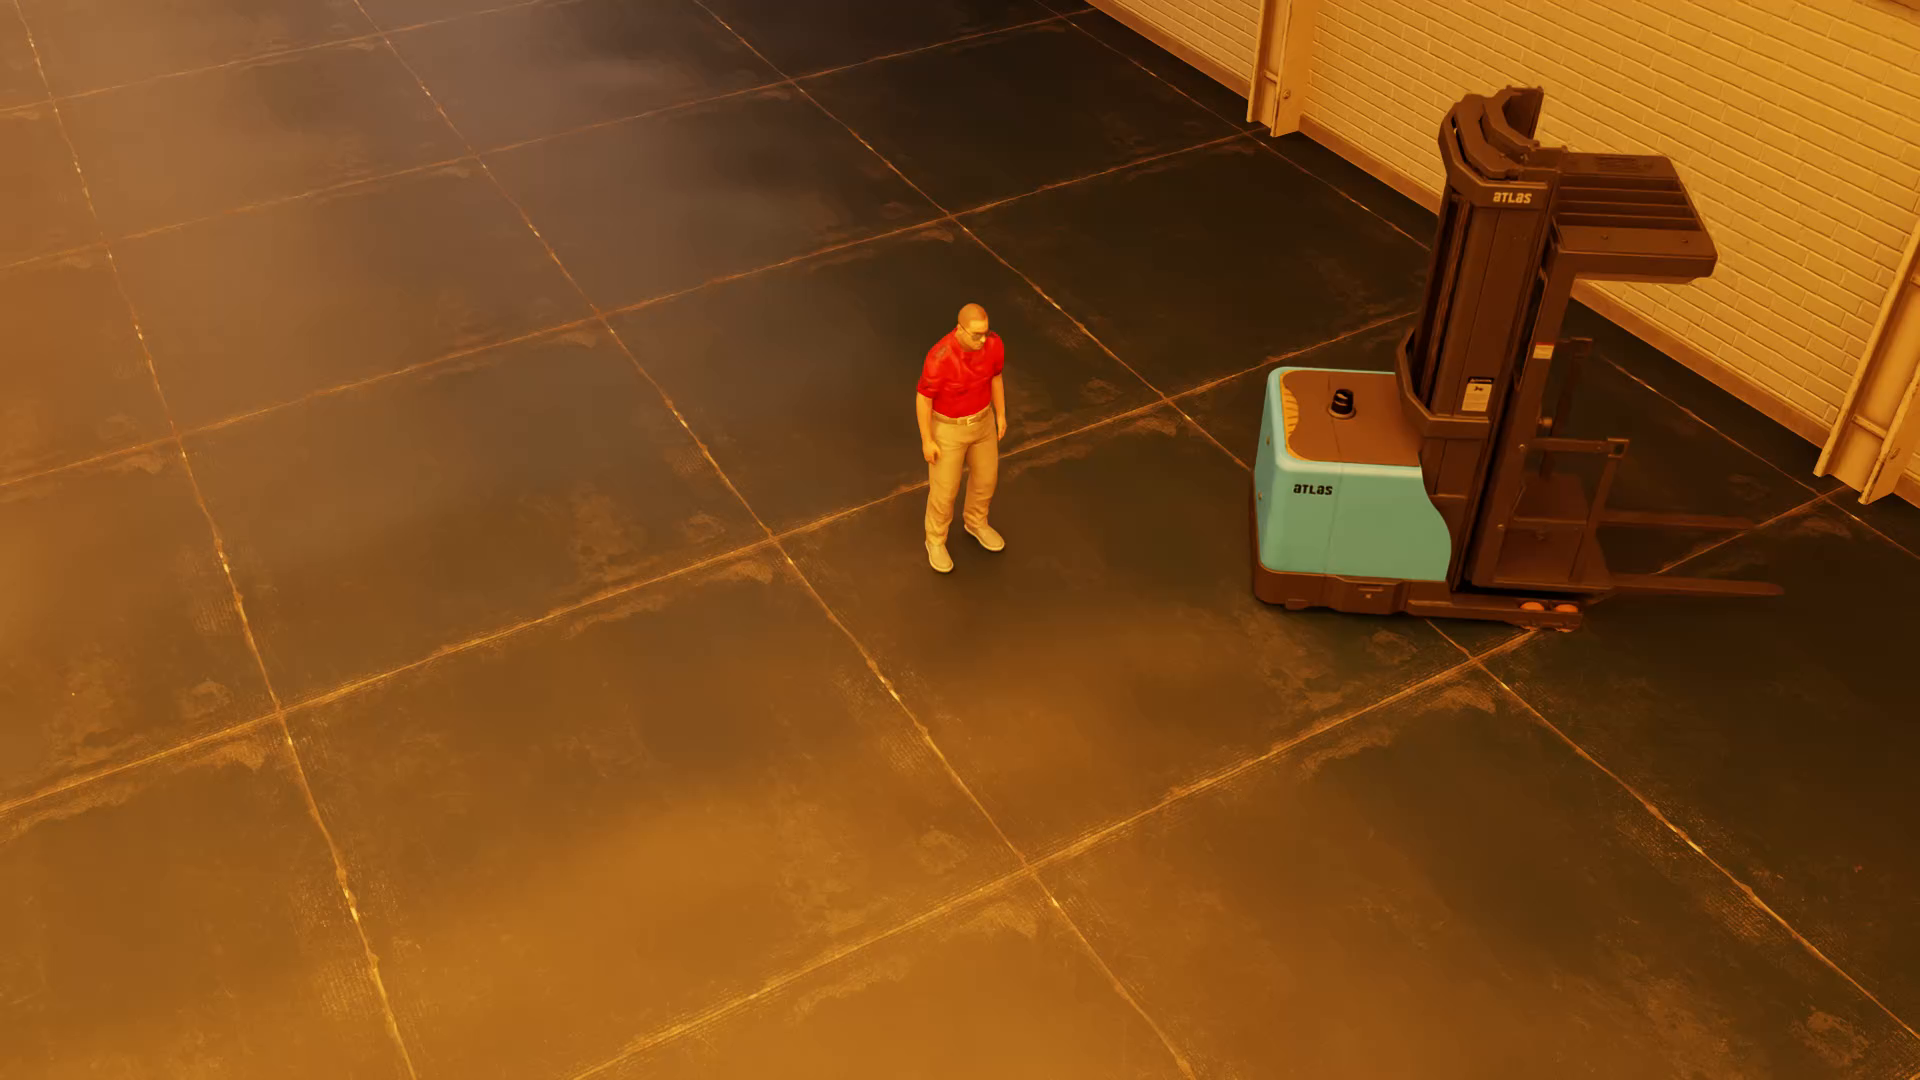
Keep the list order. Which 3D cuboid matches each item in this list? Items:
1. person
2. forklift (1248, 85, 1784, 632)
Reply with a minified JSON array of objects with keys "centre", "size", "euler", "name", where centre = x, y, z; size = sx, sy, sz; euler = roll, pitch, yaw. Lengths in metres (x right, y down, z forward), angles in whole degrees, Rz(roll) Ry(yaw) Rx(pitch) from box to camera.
[{"centre":[0.026,-0.647,9.759],"size":[0.587,1.726,0.396],"euler":[-22,44,-24],"name":"person"},{"centre":[3.288,-0.949,9.181],"size":[3.031,2.935,1.130],"euler":[3,40,4],"name":"forklift"}]
